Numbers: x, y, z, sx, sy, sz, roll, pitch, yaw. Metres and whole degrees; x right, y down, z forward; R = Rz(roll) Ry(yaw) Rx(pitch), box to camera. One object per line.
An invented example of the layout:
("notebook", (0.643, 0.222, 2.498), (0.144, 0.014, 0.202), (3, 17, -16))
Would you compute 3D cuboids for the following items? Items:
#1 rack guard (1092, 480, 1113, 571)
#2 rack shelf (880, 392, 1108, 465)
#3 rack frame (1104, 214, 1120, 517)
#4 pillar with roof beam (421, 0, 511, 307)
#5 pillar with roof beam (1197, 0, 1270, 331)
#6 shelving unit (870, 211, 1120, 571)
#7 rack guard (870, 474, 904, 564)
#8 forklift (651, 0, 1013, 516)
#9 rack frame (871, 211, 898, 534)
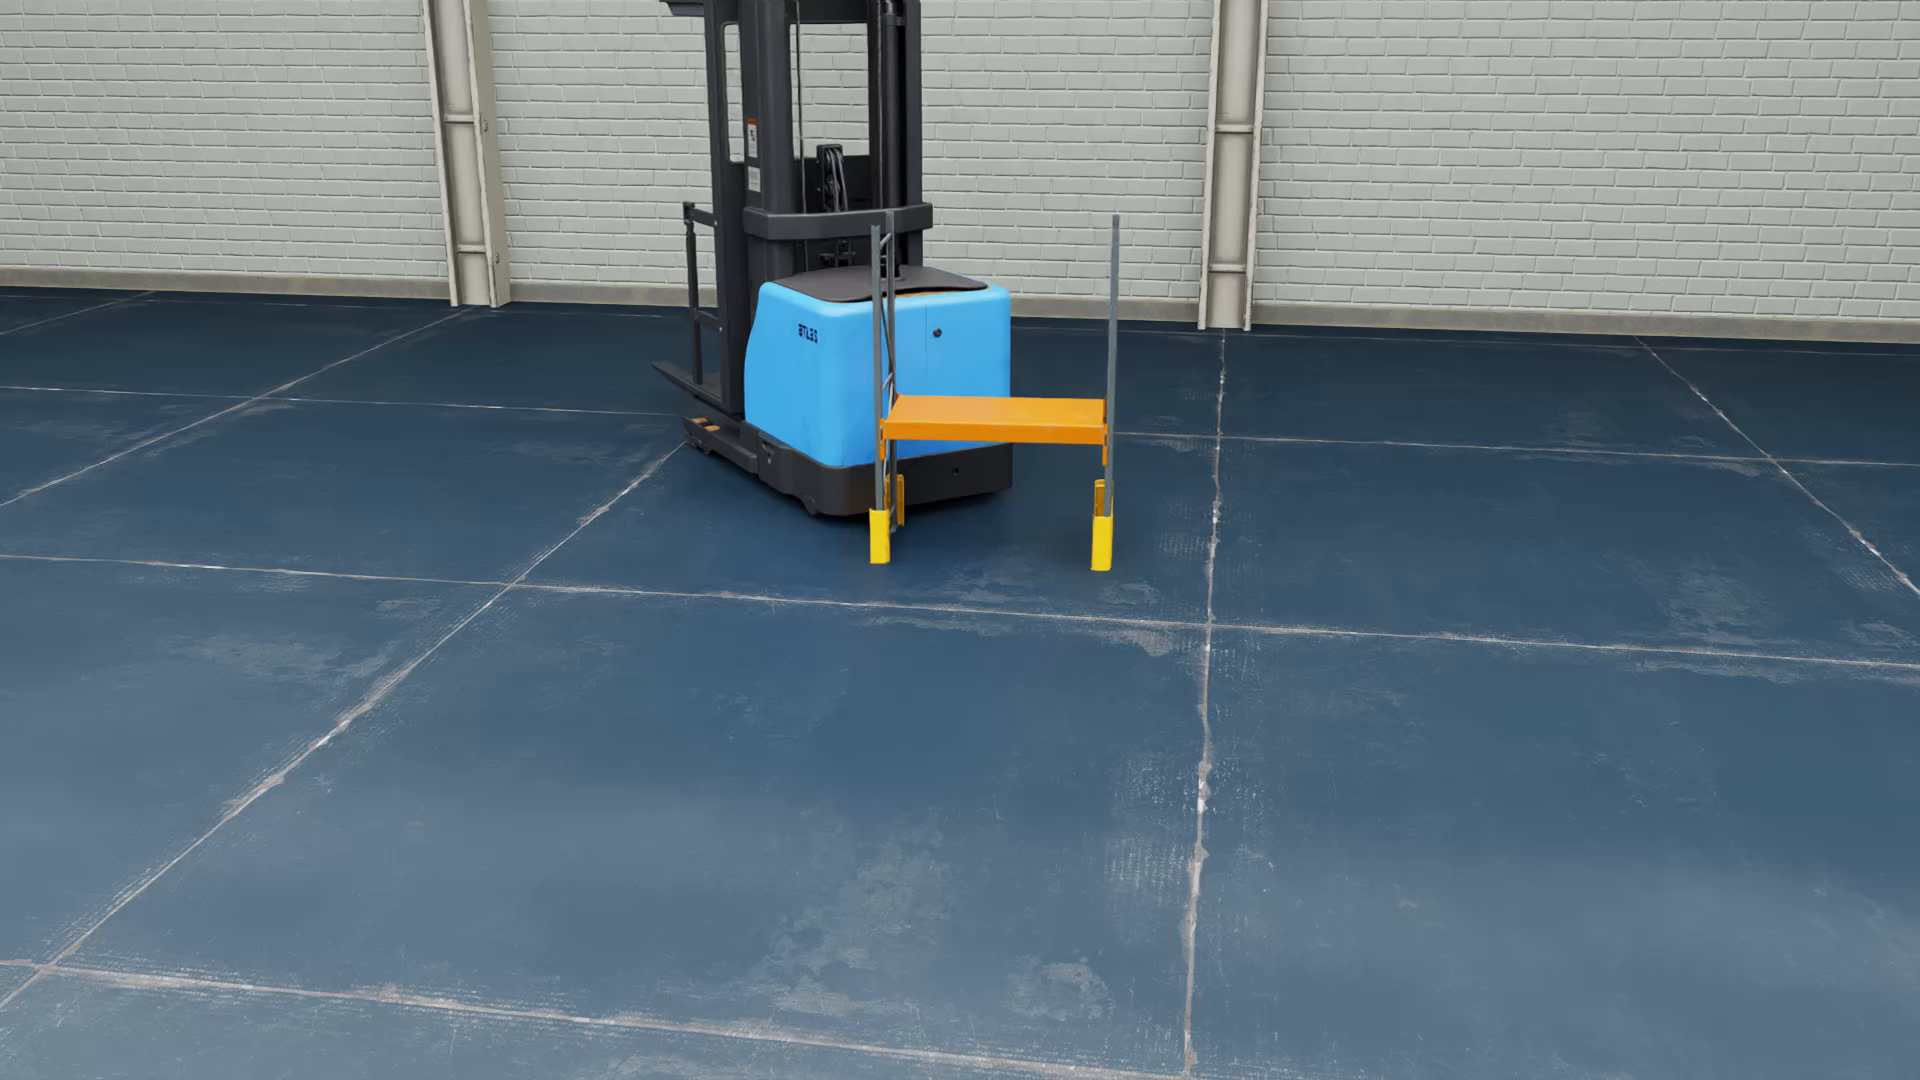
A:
("rack guard", (0.655, -0.073, 7.627), (0.087, 0.250, 0.587), (2, 19, 5))
("rack shelf", (0.168, -0.510, 7.529), (1.000, 0.185, 0.538), (2, 19, 5))
("rack frame", (0.674, -0.665, 7.427), (0.032, 1.500, 0.500), (2, 19, 5))
("pillar with roof beam", (-4.590, -4.854, 8.129), (0.400, 9.000, 9.100), (3, 19, 9))
("pillar with roof beam", (1.334, -4.552, 7.226), (0.400, 9.000, 9.100), (3, 19, 9))
("shelving unit", (0.159, -0.680, 7.473), (1.083, 1.500, 0.587), (2, 19, 5))
("rack guard", (-0.337, -0.102, 7.715), (0.087, 0.250, 0.587), (2, 19, 5))
("forklift", (-0.899, -1.923, 8.932), (1.130, 2.935, 3.031), (-10, 21, -28))
("rack frame", (-0.338, -0.695, 7.517), (0.032, 1.500, 0.500), (2, 19, 5))
